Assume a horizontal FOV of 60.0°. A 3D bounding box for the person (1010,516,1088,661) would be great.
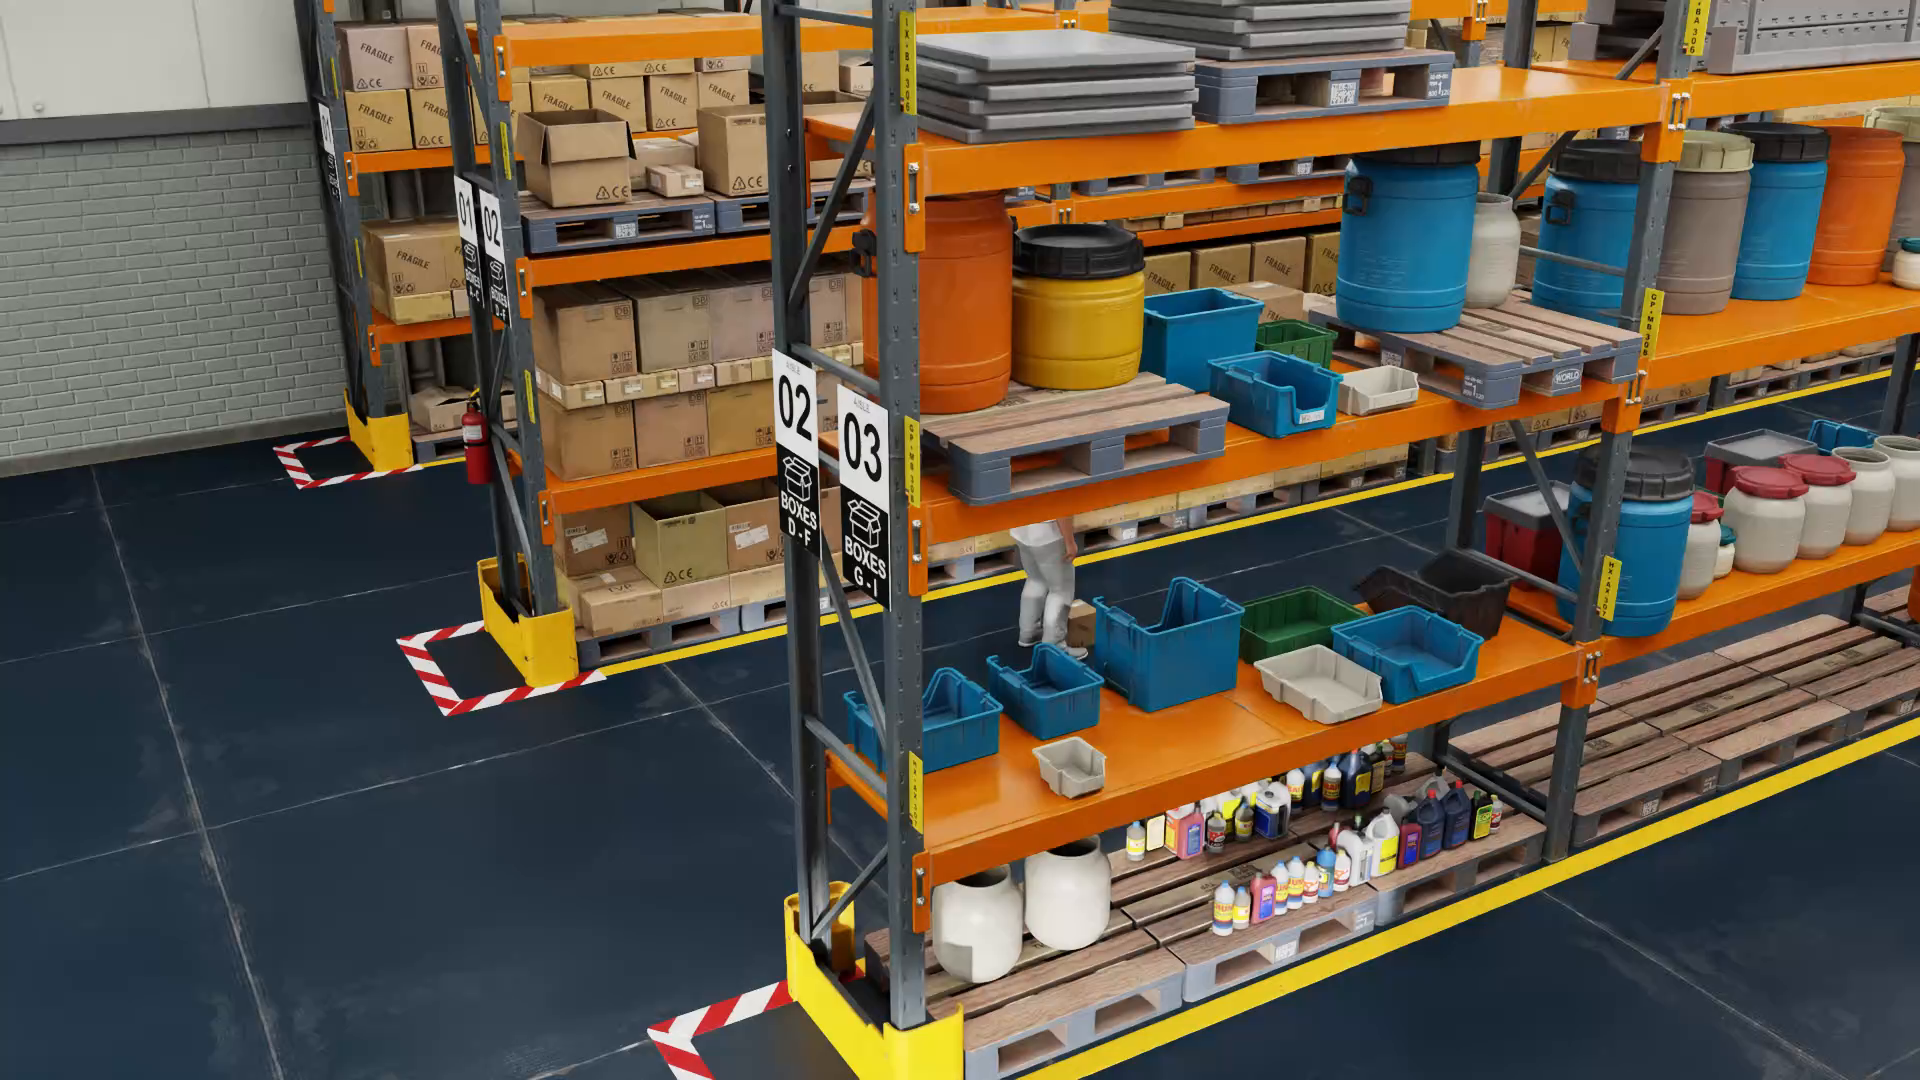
[{"bbox_3d":[0.571,-0.049,11.200,0.439,1.747,0.585,-12,25,-28],"label":"person"}]
